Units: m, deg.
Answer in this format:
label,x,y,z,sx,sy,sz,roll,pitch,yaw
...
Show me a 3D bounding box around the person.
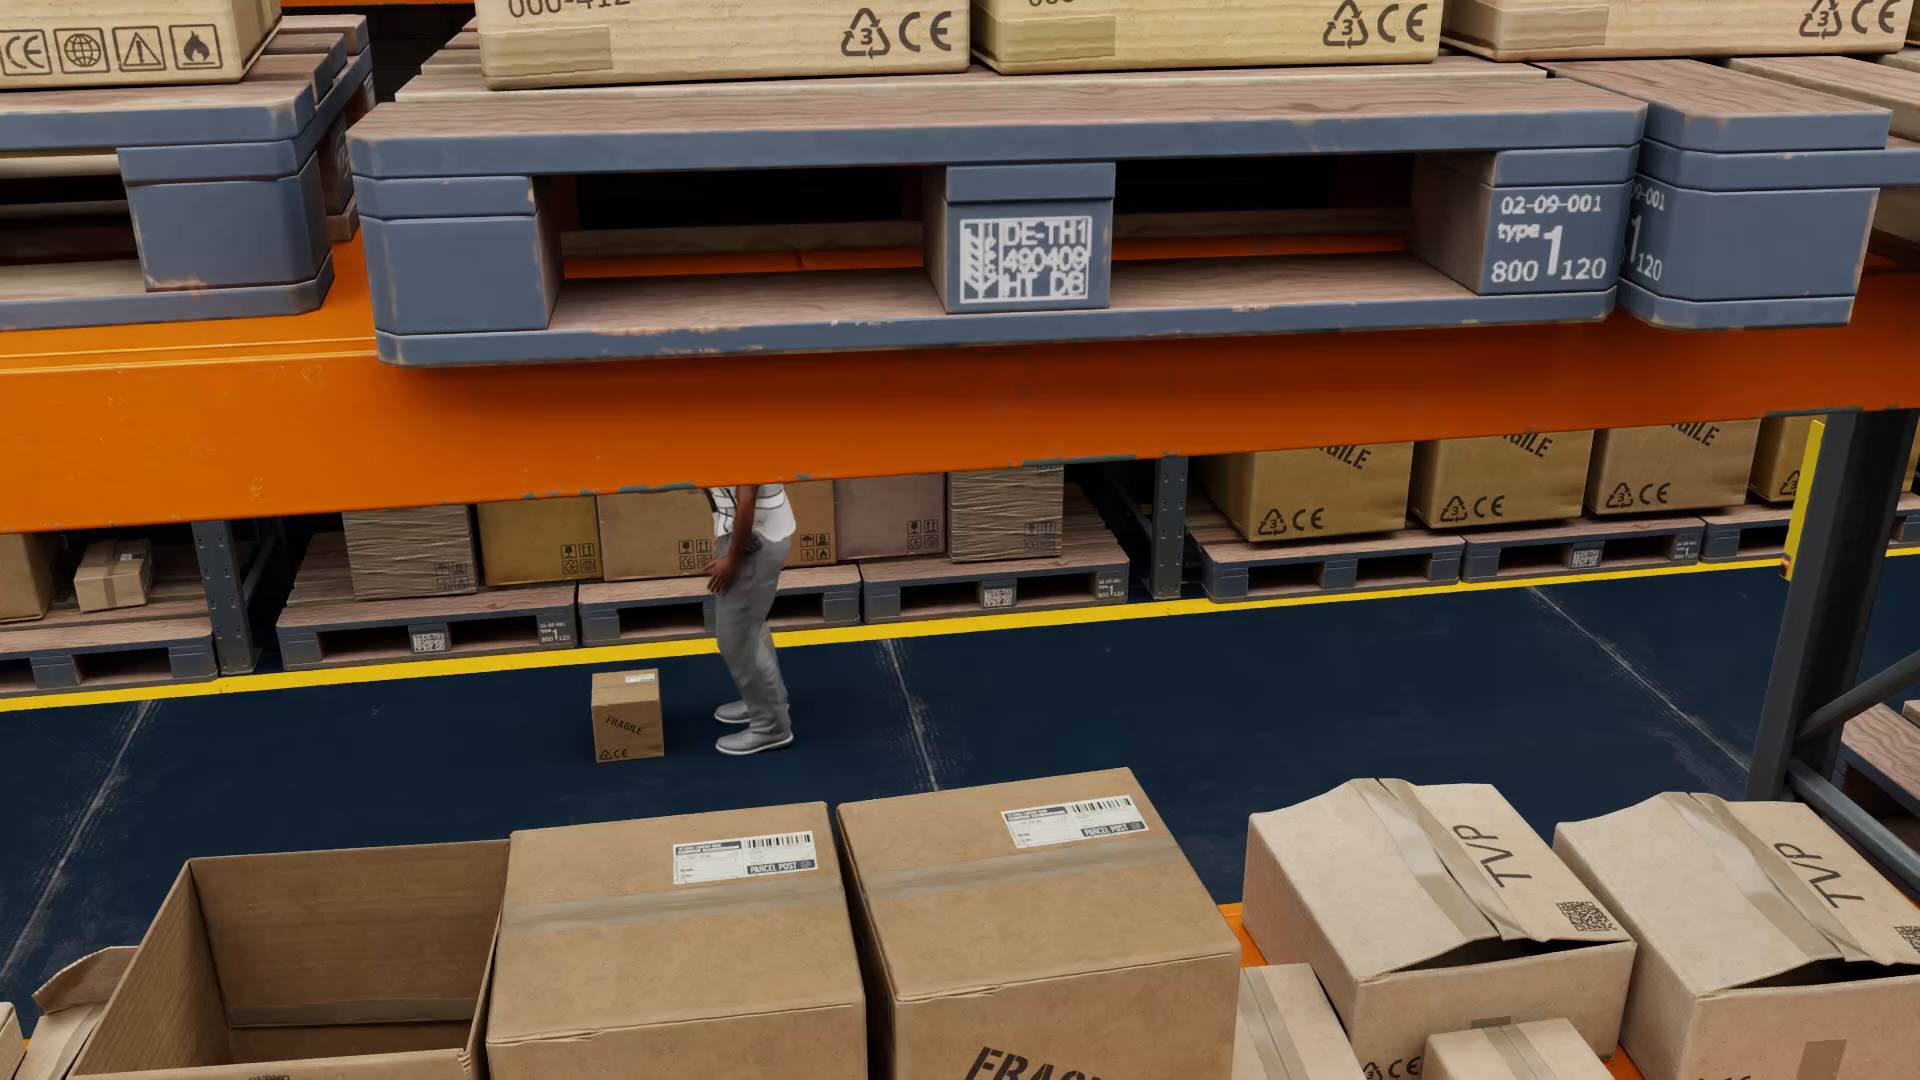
label,x,y,z,sx,sy,sz,roll,pitch,yaw
person,-0.792,0.007,6.119,0.379,1.644,0.446,-4,24,-9
